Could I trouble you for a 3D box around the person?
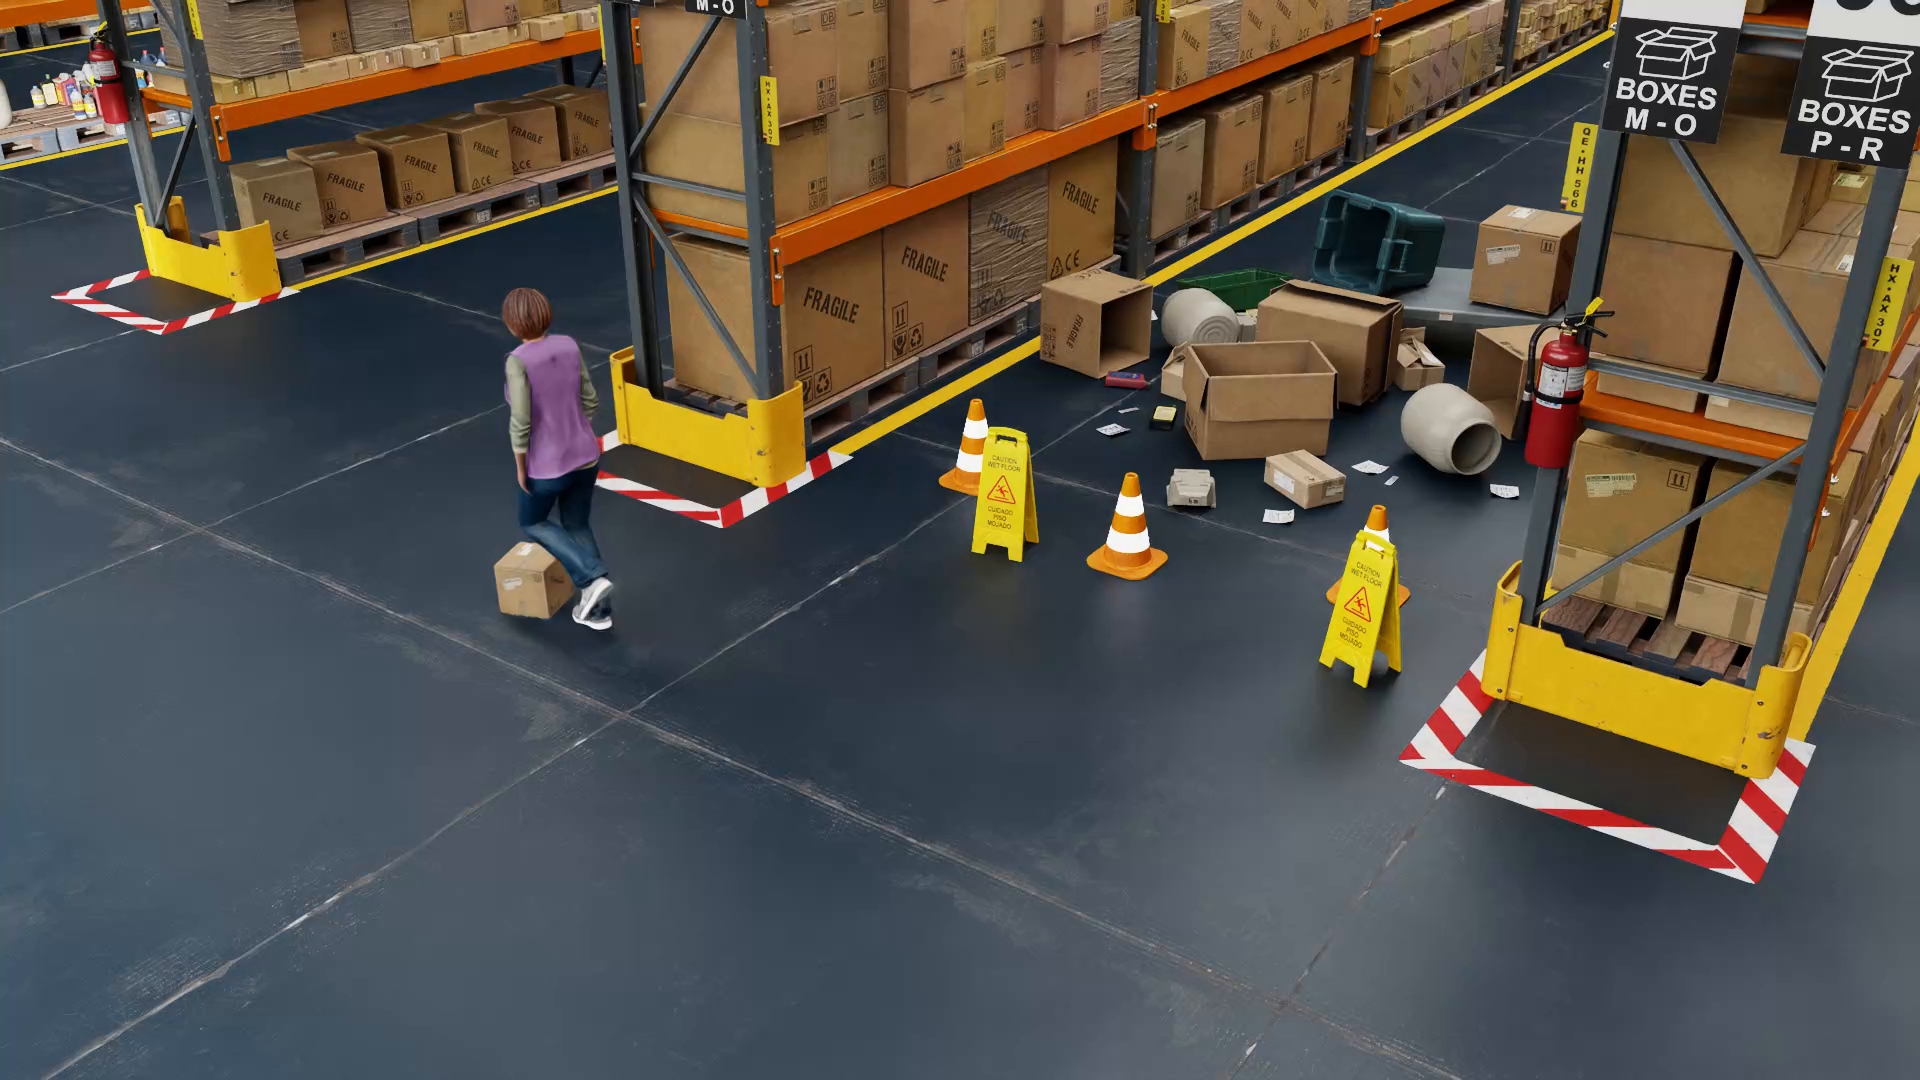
[{"bbox_3d":[-1.752,-0.323,7.296,0.481,1.547,0.484,21,34,35],"label":"person"}]
